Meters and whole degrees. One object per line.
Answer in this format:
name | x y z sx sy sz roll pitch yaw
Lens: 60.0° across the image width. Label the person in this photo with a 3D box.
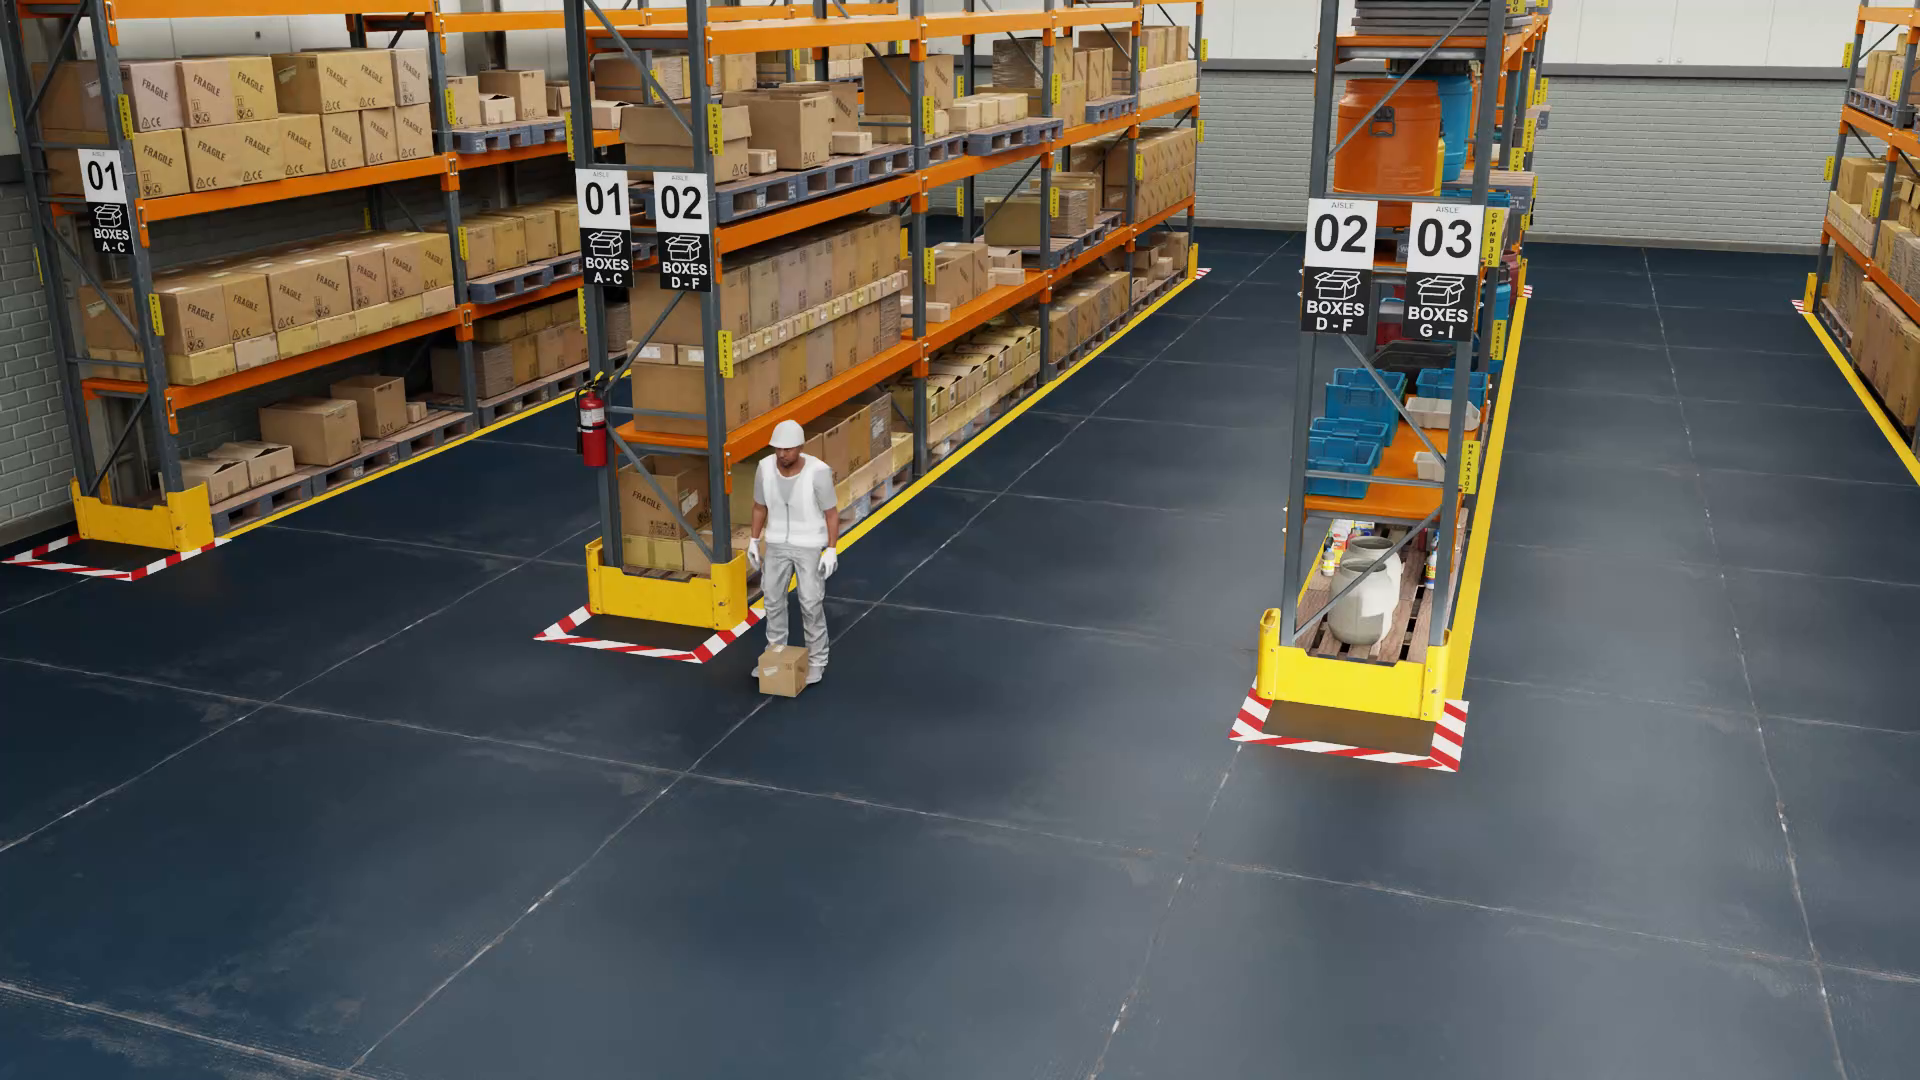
person | -1.090 0.064 10.853 0.620 1.773 0.453 6 19 18
